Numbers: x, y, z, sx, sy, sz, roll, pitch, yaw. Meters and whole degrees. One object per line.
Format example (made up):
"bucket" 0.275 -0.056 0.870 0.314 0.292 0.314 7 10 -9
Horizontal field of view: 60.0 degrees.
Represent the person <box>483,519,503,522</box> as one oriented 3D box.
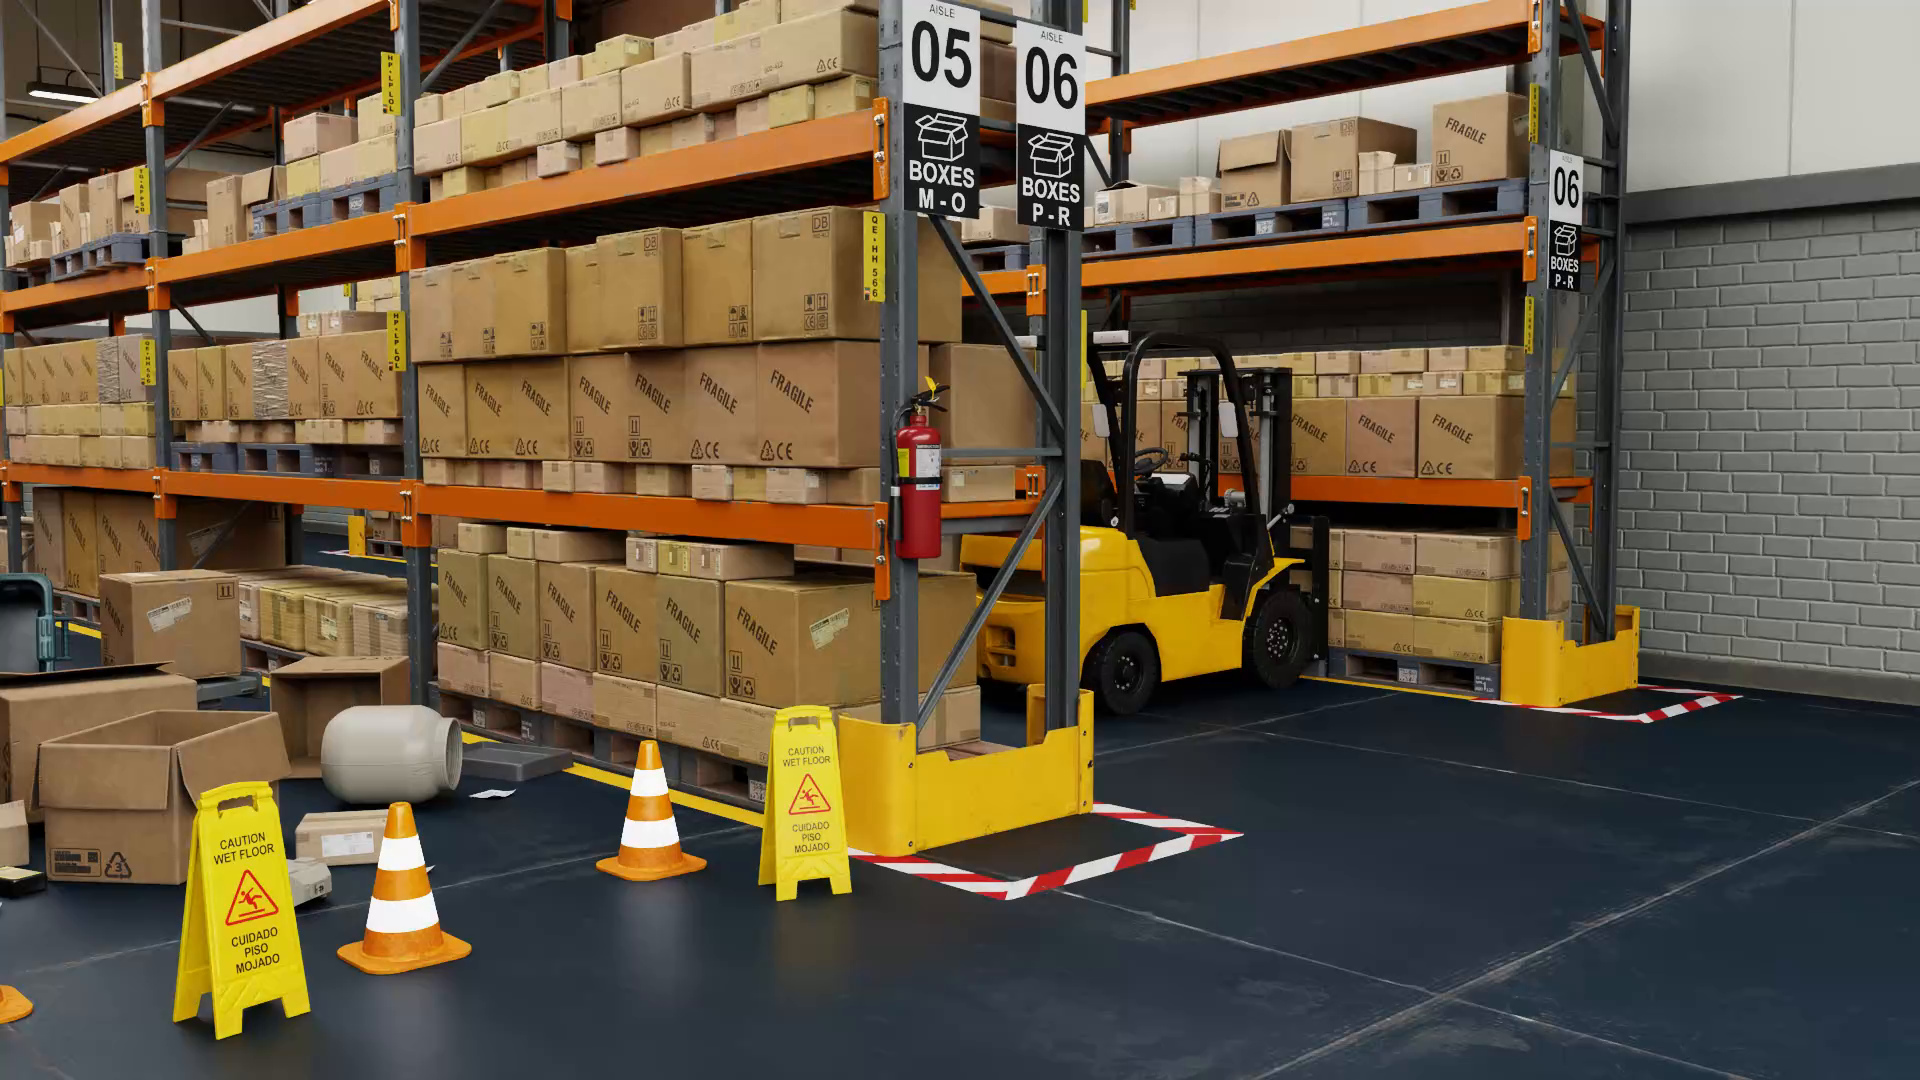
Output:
"person" -4.002 -0.287 14.868 0.832 1.753 0.568 3 5 38
